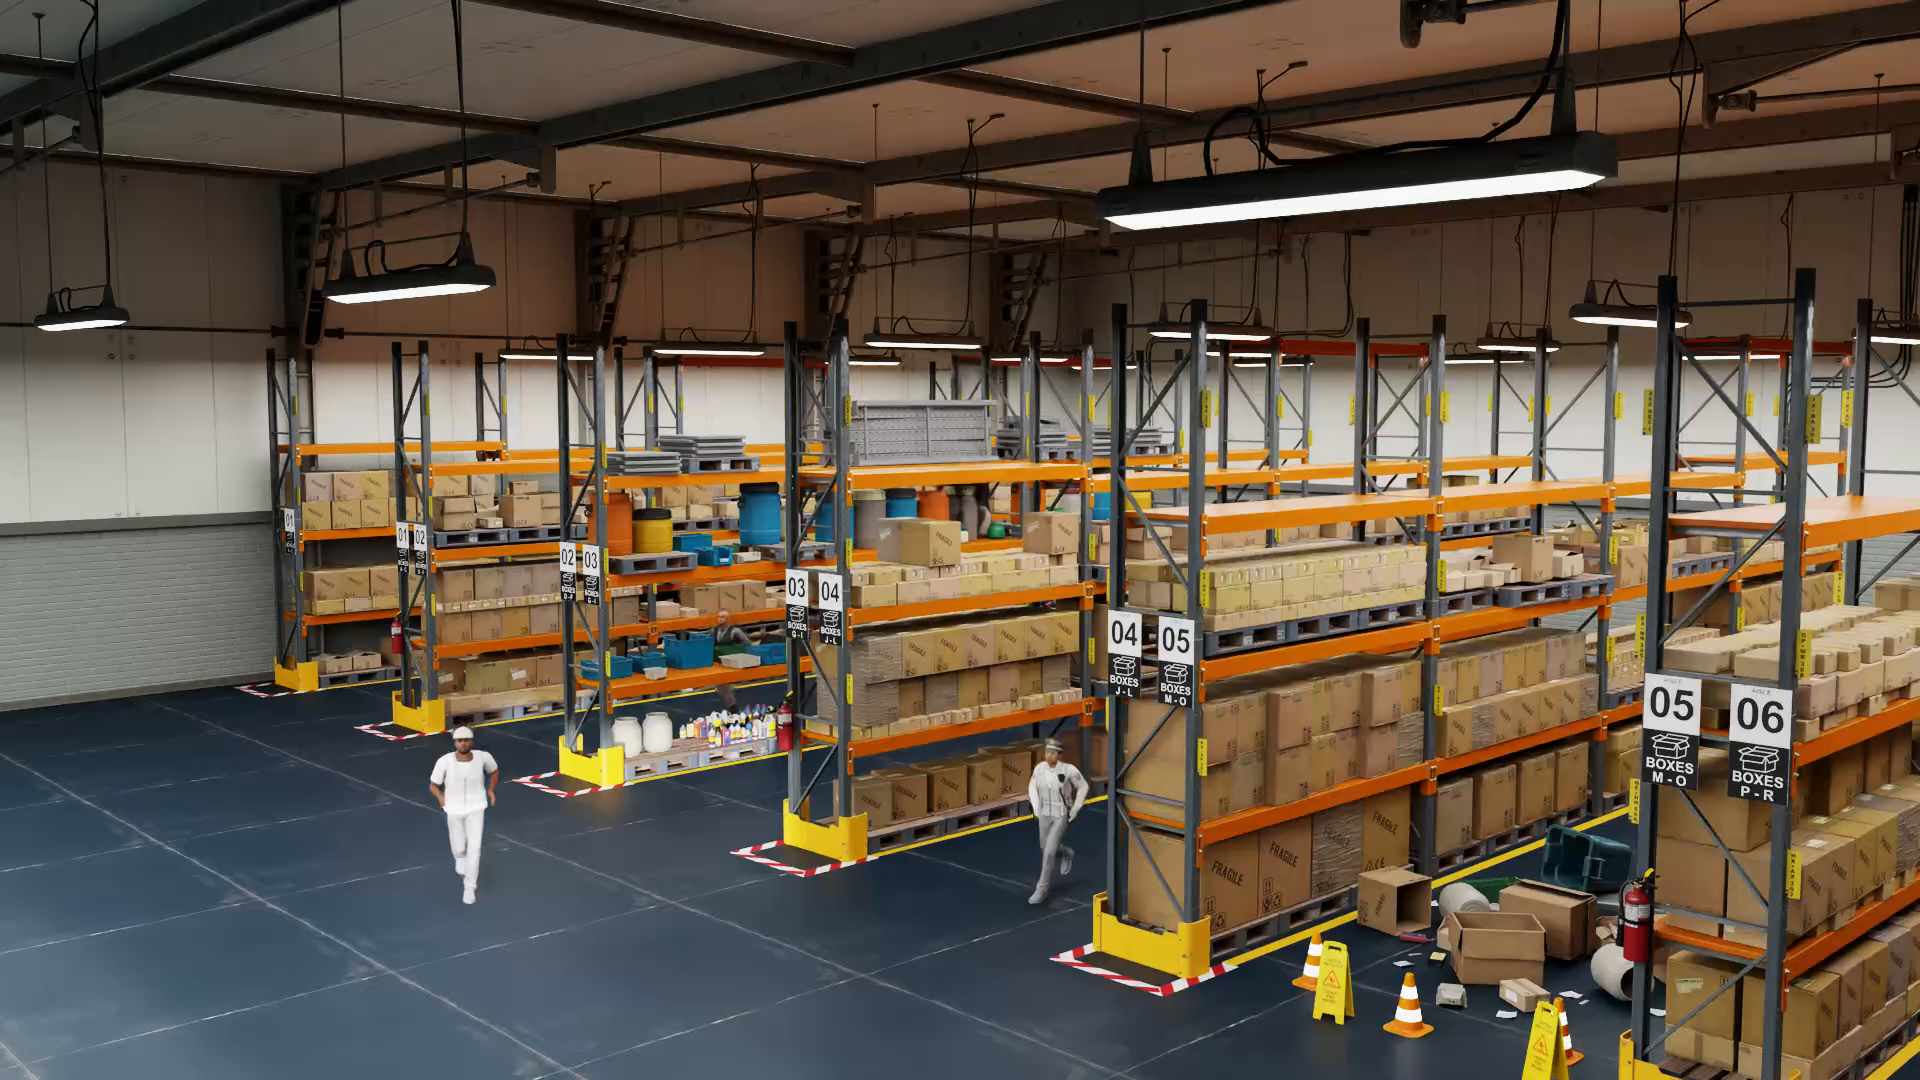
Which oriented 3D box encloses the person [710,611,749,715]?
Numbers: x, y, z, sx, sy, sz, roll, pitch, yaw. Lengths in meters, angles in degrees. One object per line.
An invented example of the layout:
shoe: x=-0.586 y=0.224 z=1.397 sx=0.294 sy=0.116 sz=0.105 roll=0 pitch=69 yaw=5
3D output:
person: x=-3.810 y=2.008 z=26.753 sx=0.657 sy=1.725 sz=0.680 roll=3 pitch=6 yaw=31

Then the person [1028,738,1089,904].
person: x=1.002 y=2.854 z=17.225 sx=0.641 sy=1.684 sz=0.866 roll=3 pitch=6 yaw=29

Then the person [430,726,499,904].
person: x=-5.133 y=2.804 z=17.265 sx=0.699 sy=1.767 sz=0.915 roll=-1 pitch=5 yaw=-17
